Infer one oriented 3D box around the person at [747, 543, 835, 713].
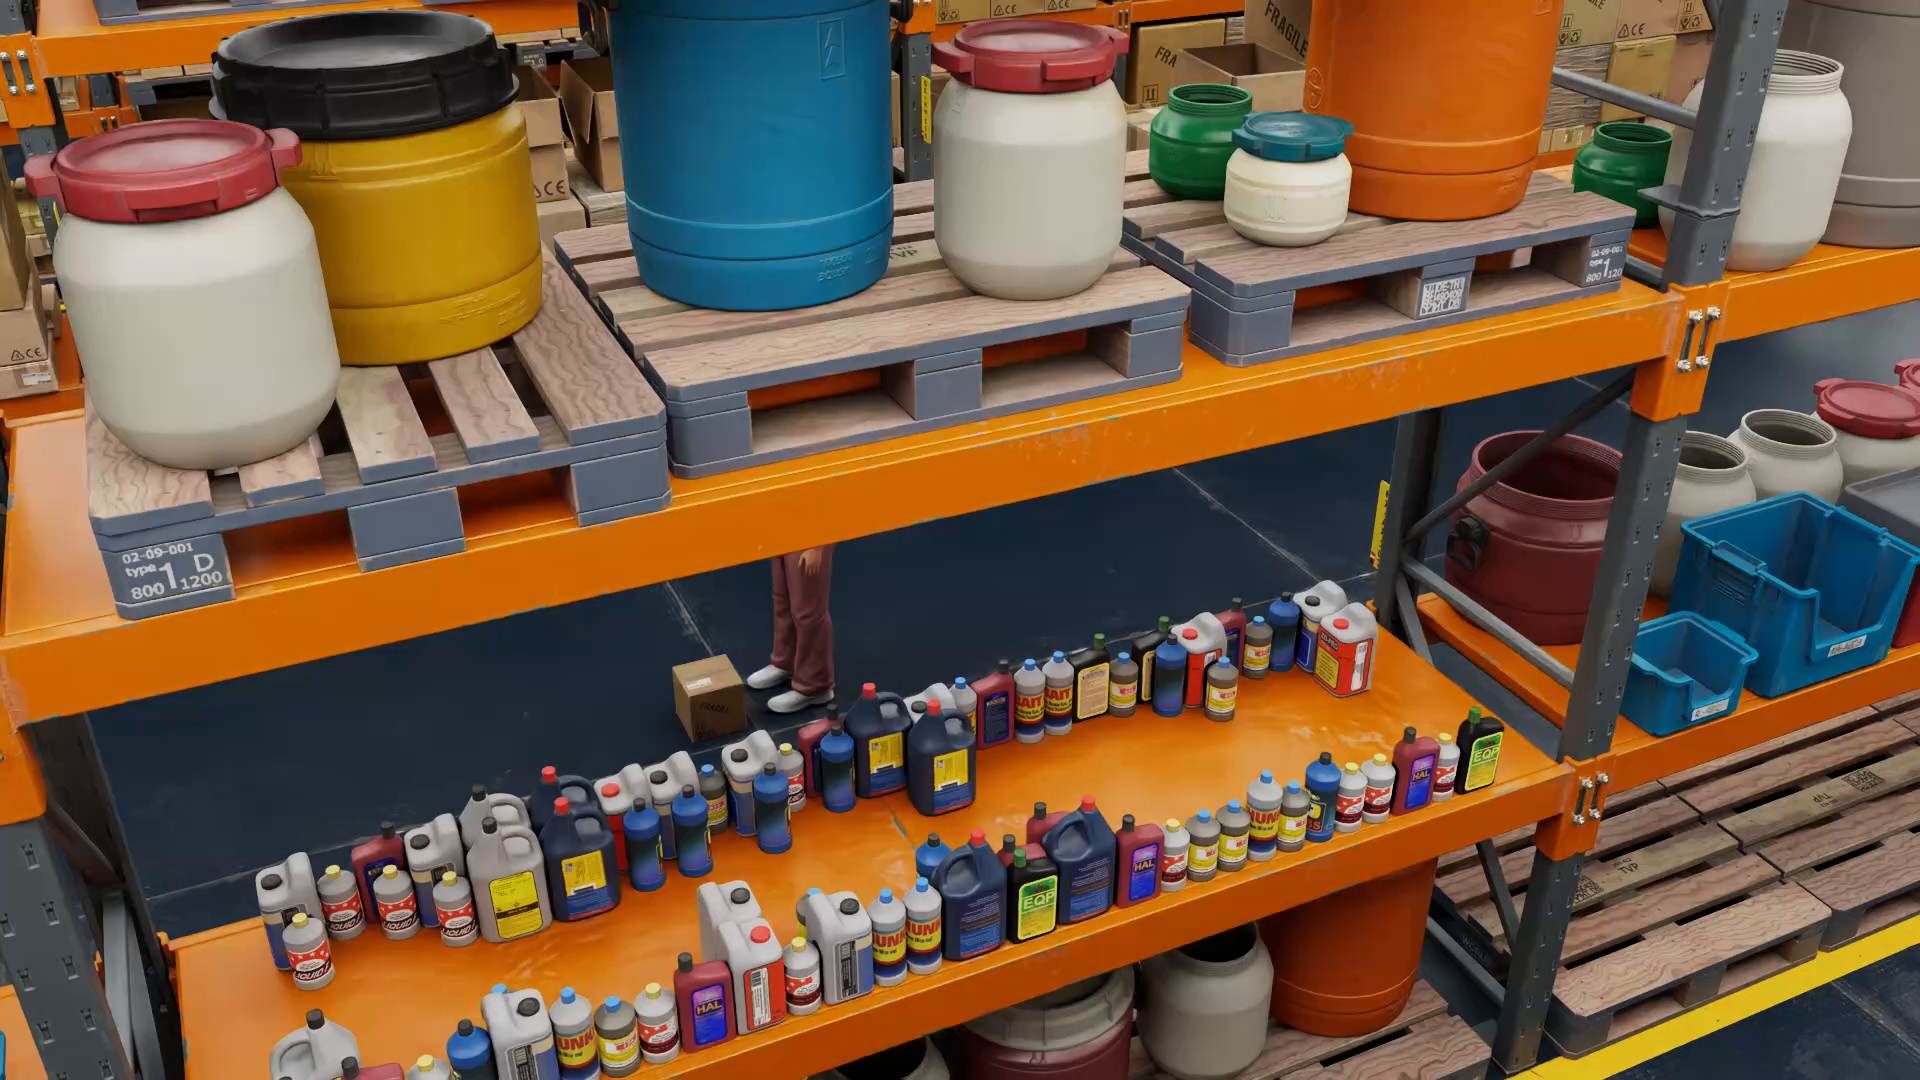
[{"bbox_3d":[-0.702,-0.022,7.147,0.433,1.684,0.451,-13,32,-22],"label":"person"}]
